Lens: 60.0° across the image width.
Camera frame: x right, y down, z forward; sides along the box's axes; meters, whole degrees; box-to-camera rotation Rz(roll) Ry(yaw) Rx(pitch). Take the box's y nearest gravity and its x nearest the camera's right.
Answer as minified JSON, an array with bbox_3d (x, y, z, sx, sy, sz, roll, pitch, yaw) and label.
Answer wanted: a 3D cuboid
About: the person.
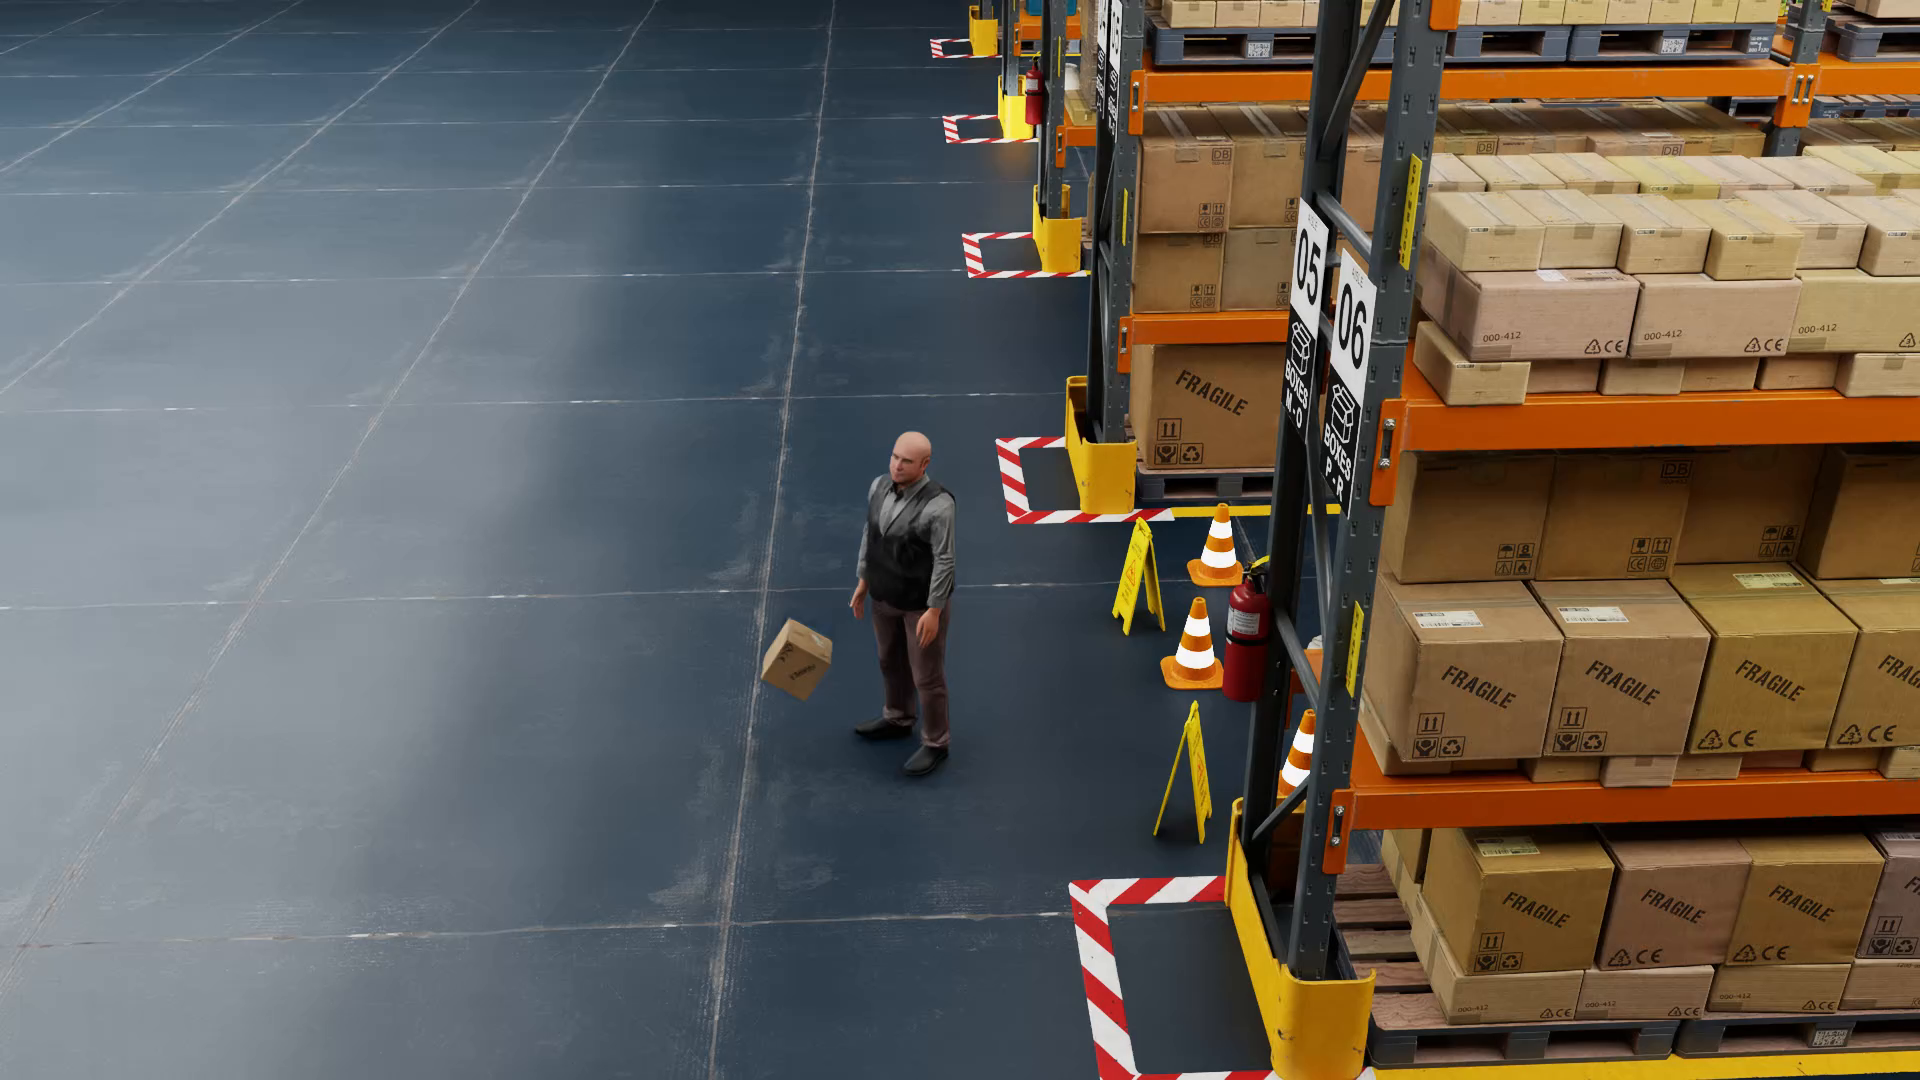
[{"bbox_3d":[-0.272,0.290,8.039,0.599,1.731,0.398,24,36,38],"label":"person"}]
